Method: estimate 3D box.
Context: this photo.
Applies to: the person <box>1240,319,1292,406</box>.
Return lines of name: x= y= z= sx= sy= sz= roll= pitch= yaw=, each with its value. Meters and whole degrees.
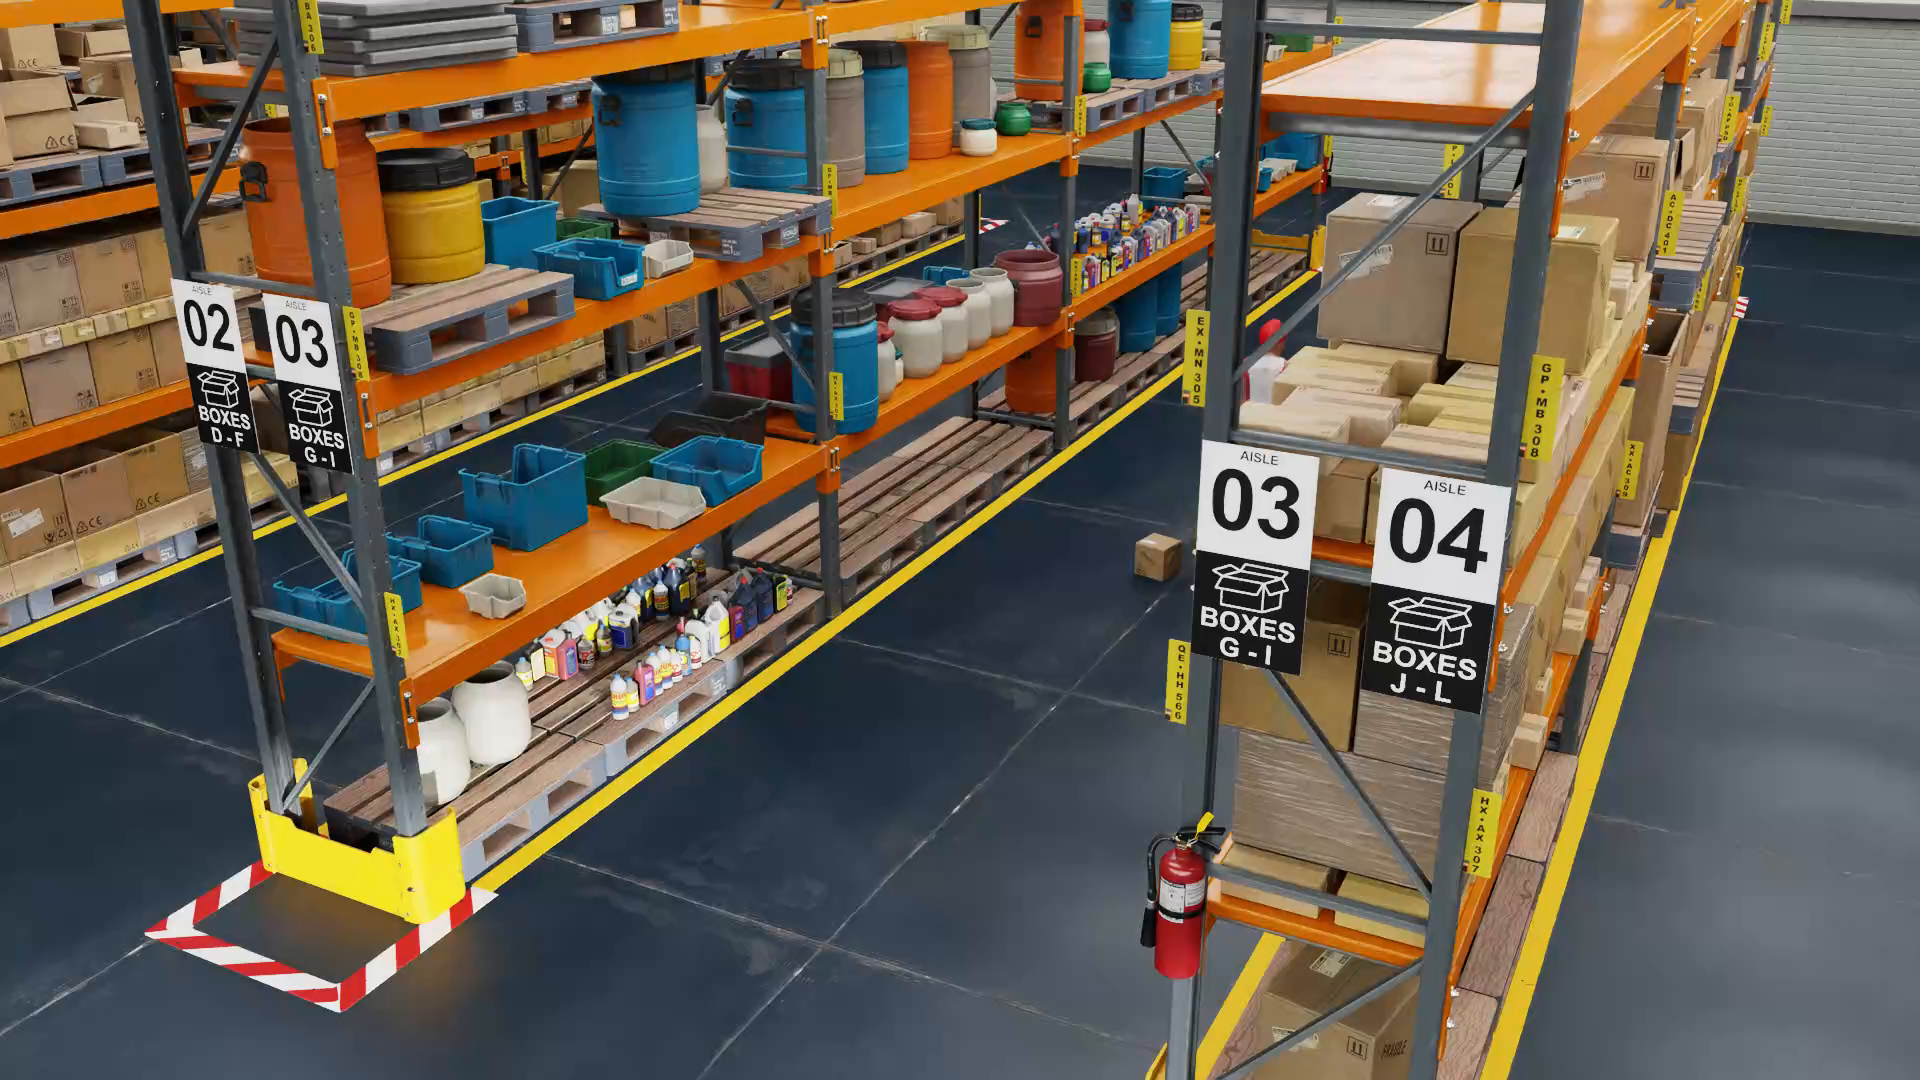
person: x=2.342 y=-0.790 z=12.624 sx=0.598 sy=1.835 sz=0.541 roll=16 pitch=27 yaw=33
